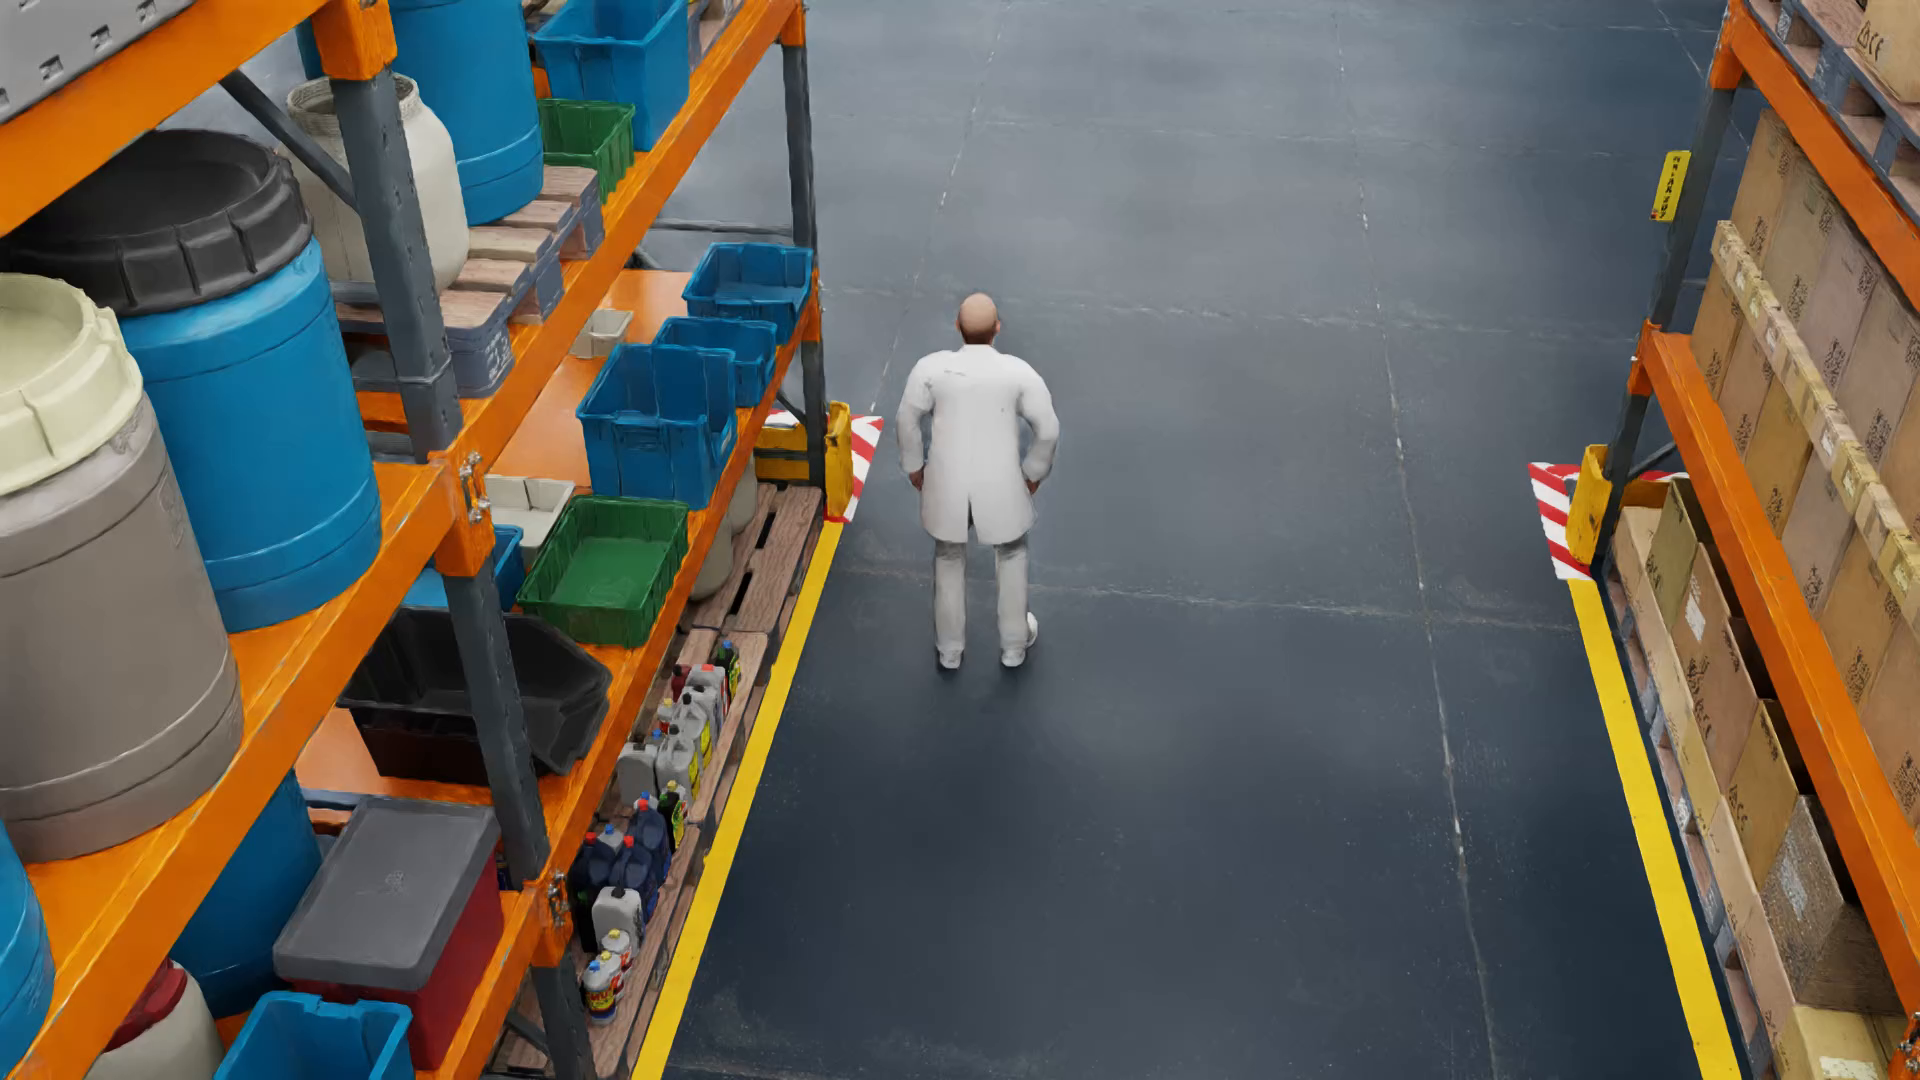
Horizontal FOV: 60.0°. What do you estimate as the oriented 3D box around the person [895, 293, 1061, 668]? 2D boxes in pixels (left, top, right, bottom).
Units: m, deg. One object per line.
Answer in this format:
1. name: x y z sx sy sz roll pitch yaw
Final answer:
1. person: 0.076 -0.246 7.421 0.725 1.741 0.520 4 36 5
